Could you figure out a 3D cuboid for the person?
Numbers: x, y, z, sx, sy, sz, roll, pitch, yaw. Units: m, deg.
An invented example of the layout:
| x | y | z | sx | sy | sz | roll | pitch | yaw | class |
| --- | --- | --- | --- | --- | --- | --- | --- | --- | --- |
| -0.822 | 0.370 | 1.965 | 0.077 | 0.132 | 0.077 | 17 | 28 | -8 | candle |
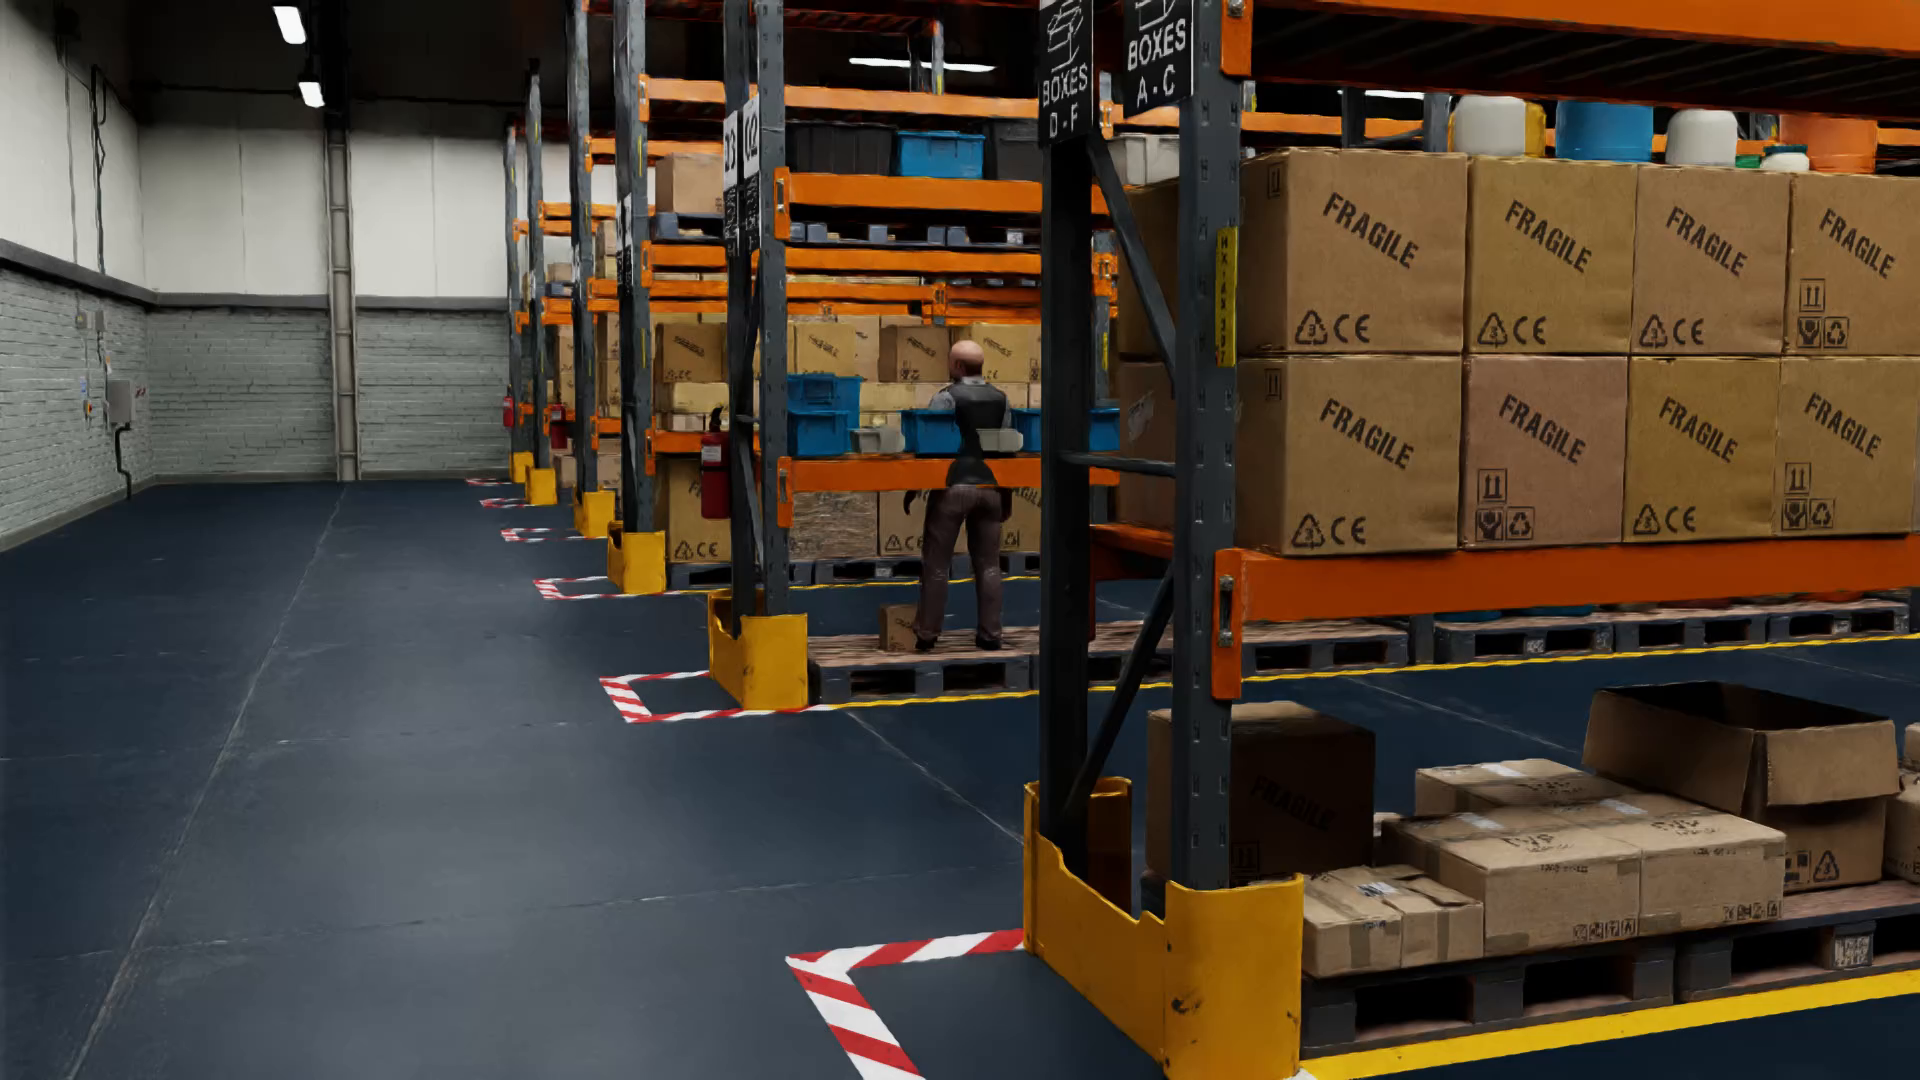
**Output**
| x | y | z | sx | sy | sz | roll | pitch | yaw | class |
| --- | --- | --- | --- | --- | --- | --- | --- | --- | --- |
| 0.006 | -0.248 | 9.288 | 0.612 | 1.726 | 0.490 | -3 | 7 | -31 | person |
